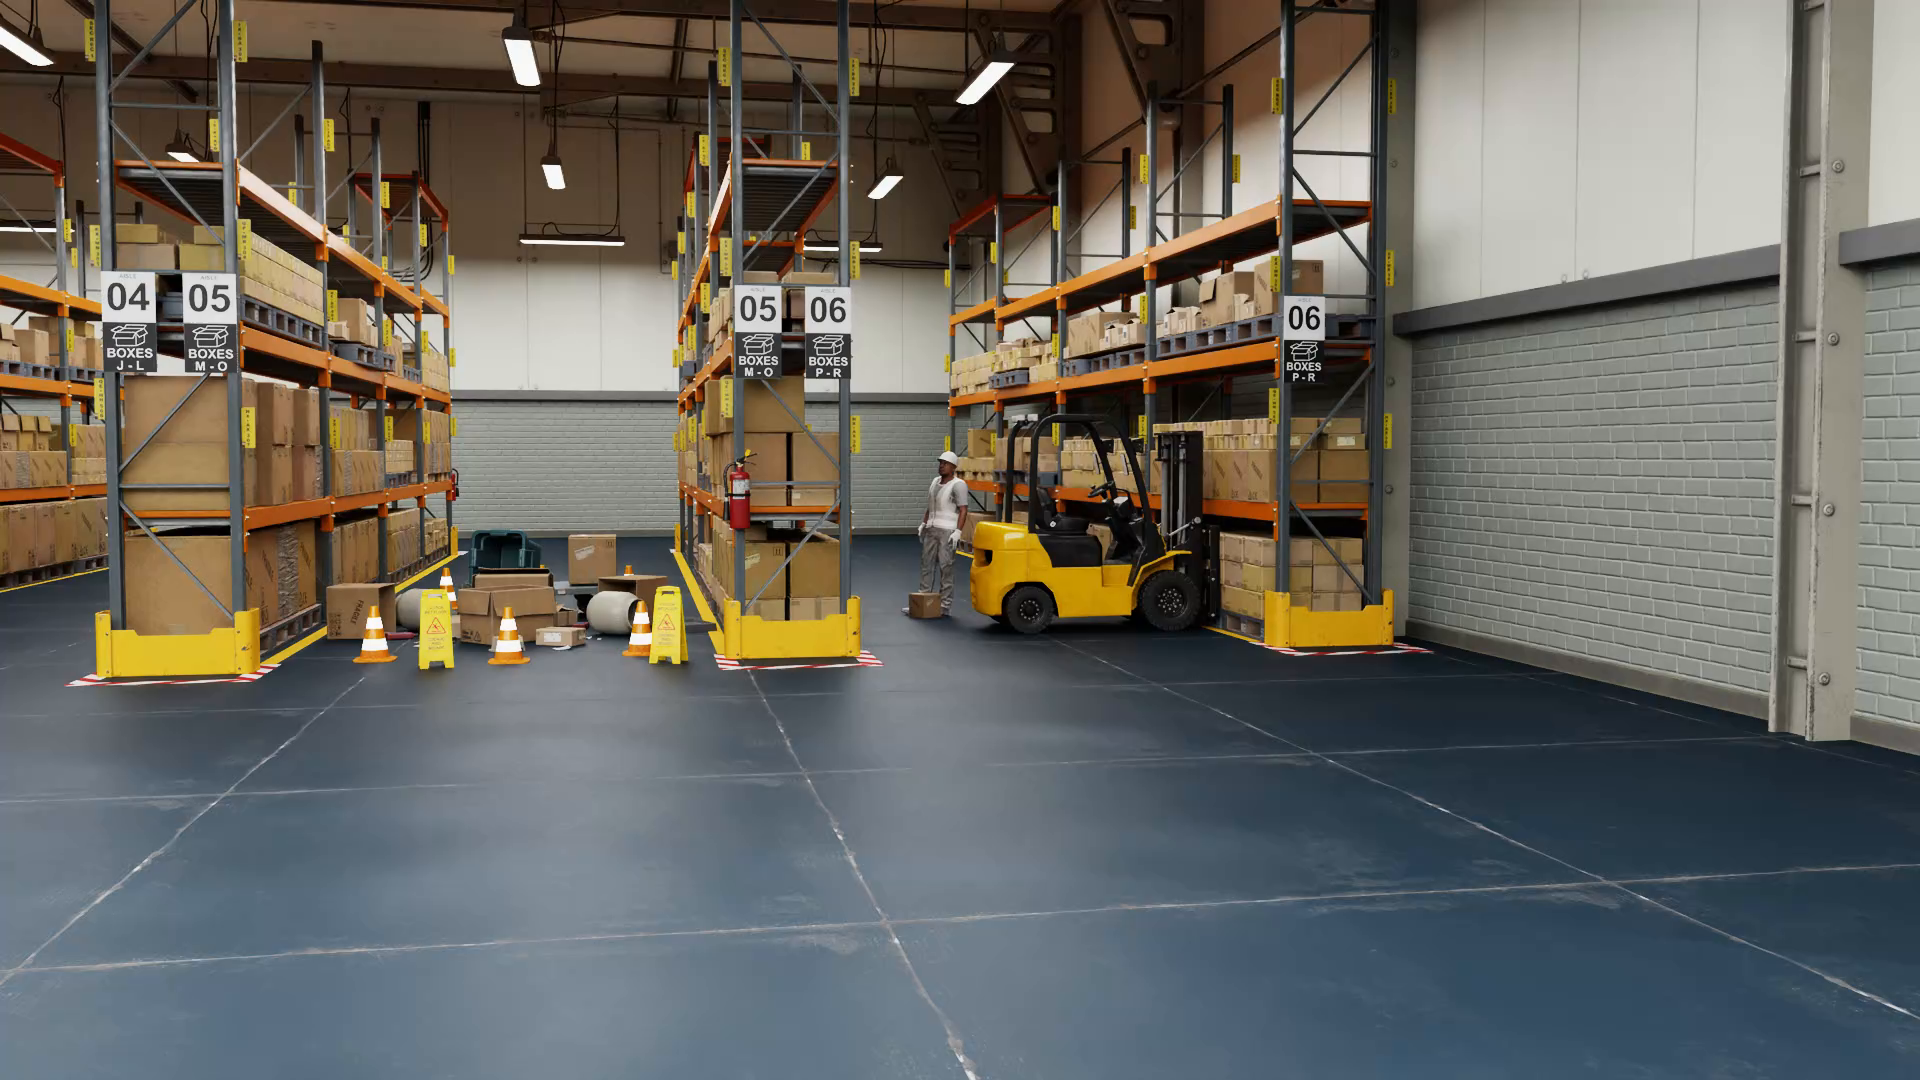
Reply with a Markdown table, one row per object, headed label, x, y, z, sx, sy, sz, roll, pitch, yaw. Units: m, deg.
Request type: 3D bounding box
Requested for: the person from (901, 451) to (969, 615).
| label | x | y | z | sx | sy | sz | roll | pitch | yaw |
| --- | --- | --- | --- | --- | --- | --- | --- | --- | --- |
| person | -0.249 | -0.075 | 18.123 | 0.576 | 1.783 | 0.657 | -3 | 4 | -40 |
